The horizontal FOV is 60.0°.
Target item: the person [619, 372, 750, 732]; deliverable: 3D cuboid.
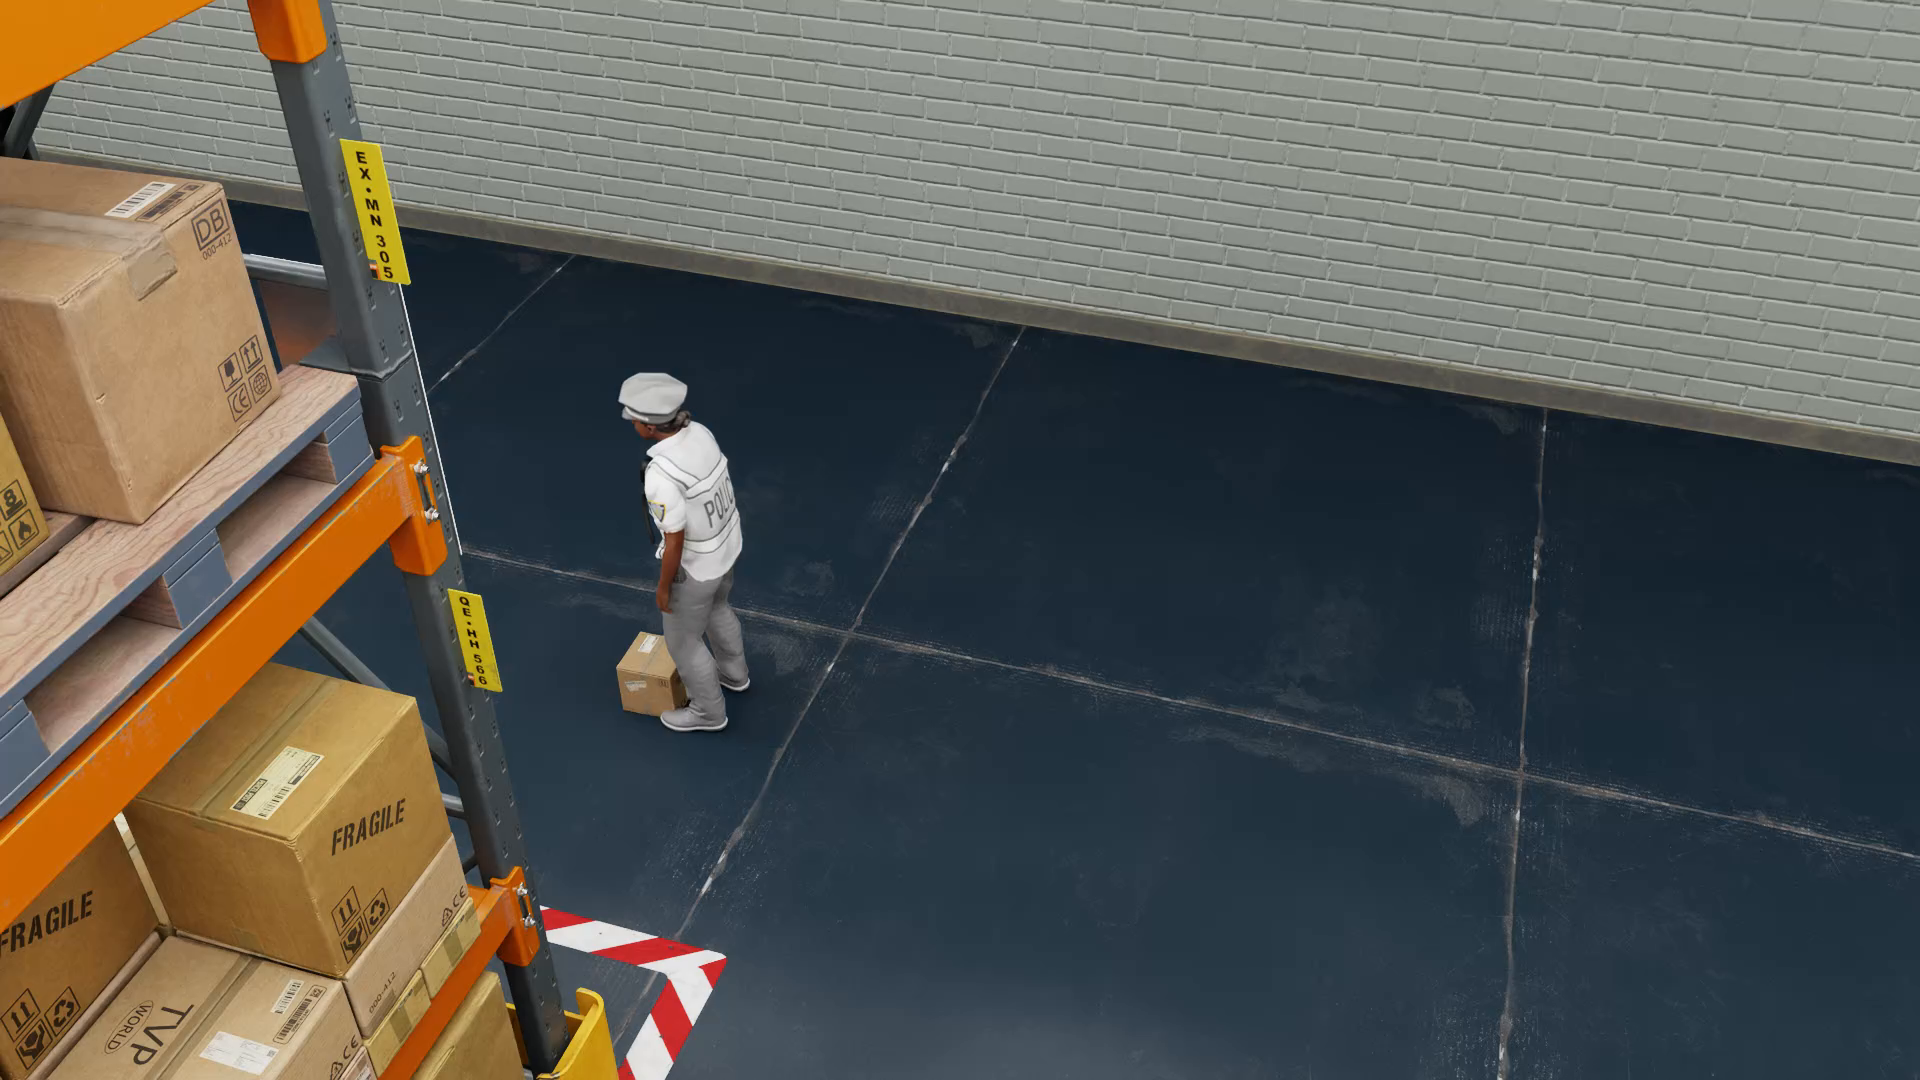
[{"bbox_3d":[-1.097,0.069,6.800,0.397,1.658,0.509,11,39,14],"label":"person"}]
